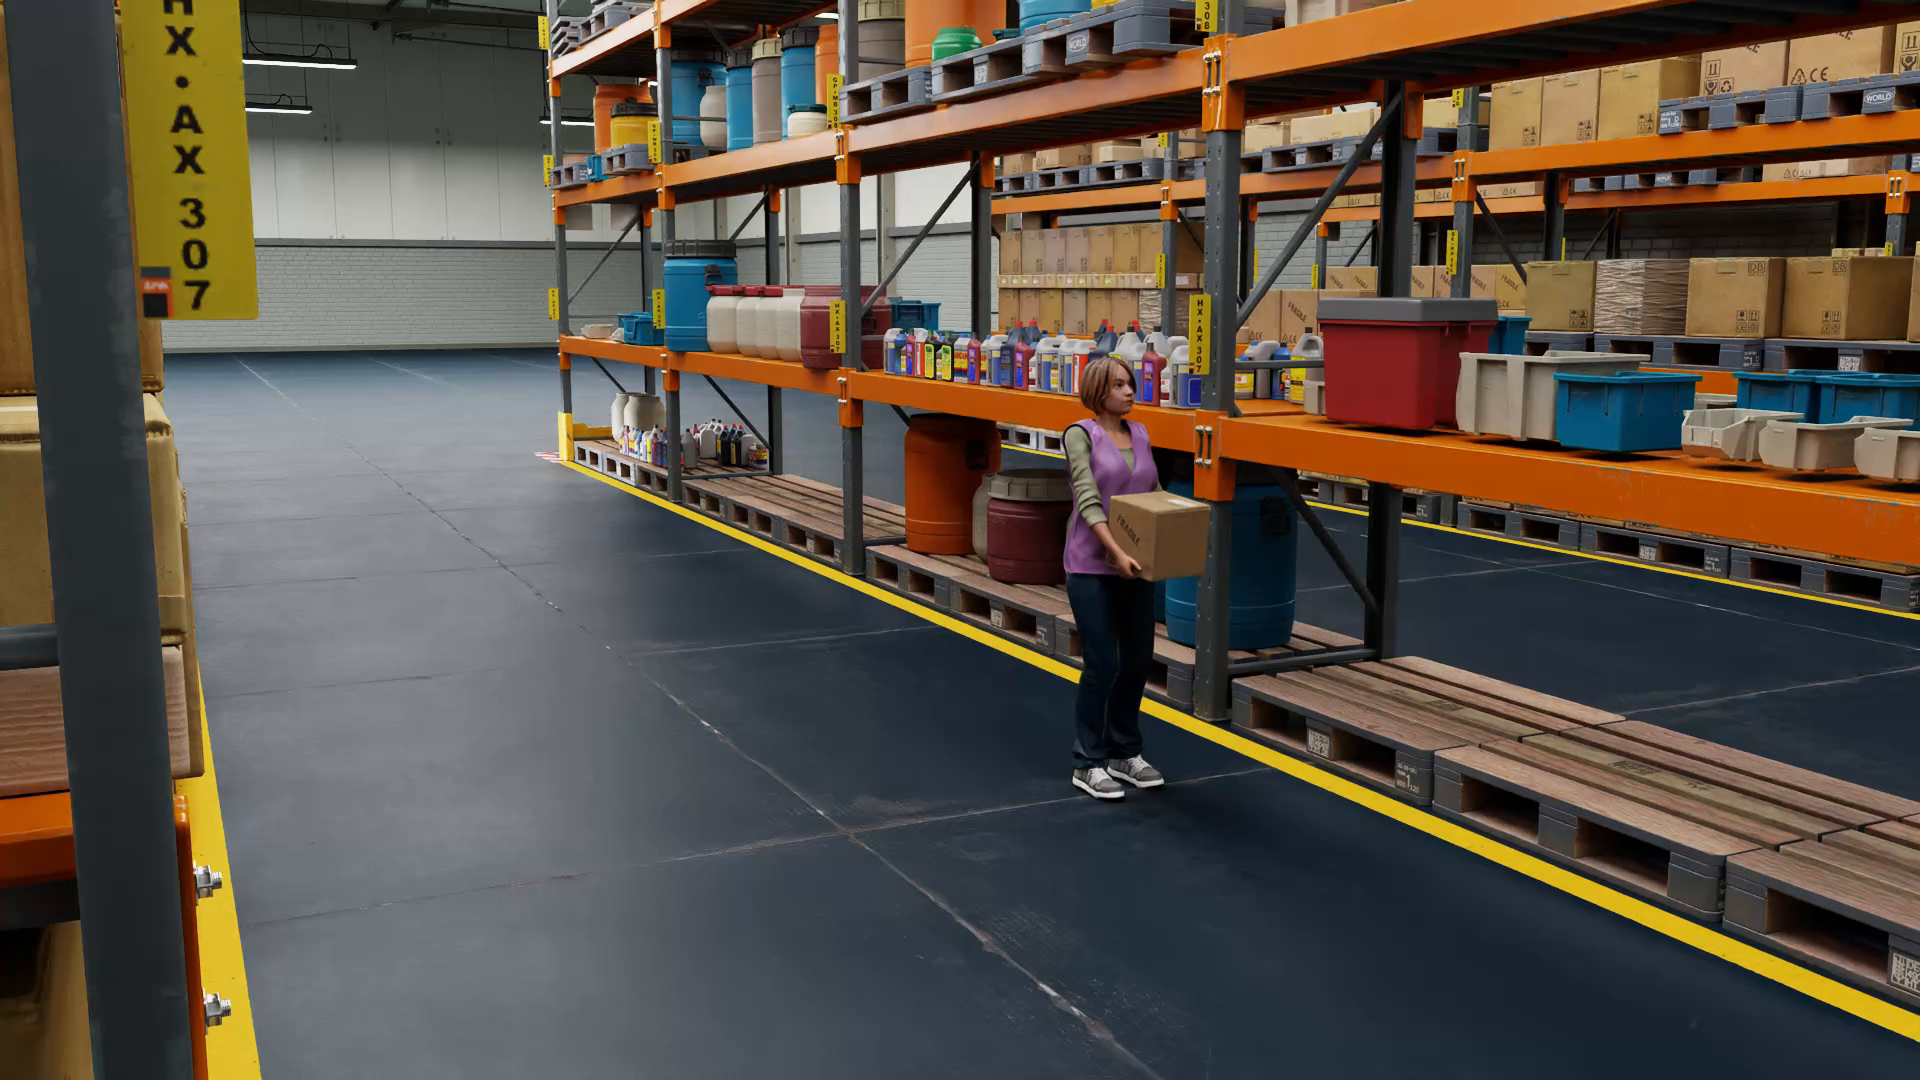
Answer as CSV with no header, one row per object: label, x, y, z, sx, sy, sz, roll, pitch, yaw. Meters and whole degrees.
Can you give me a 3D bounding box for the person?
person,0.601,0.135,6.018,0.408,1.589,0.498,-6,10,-33
